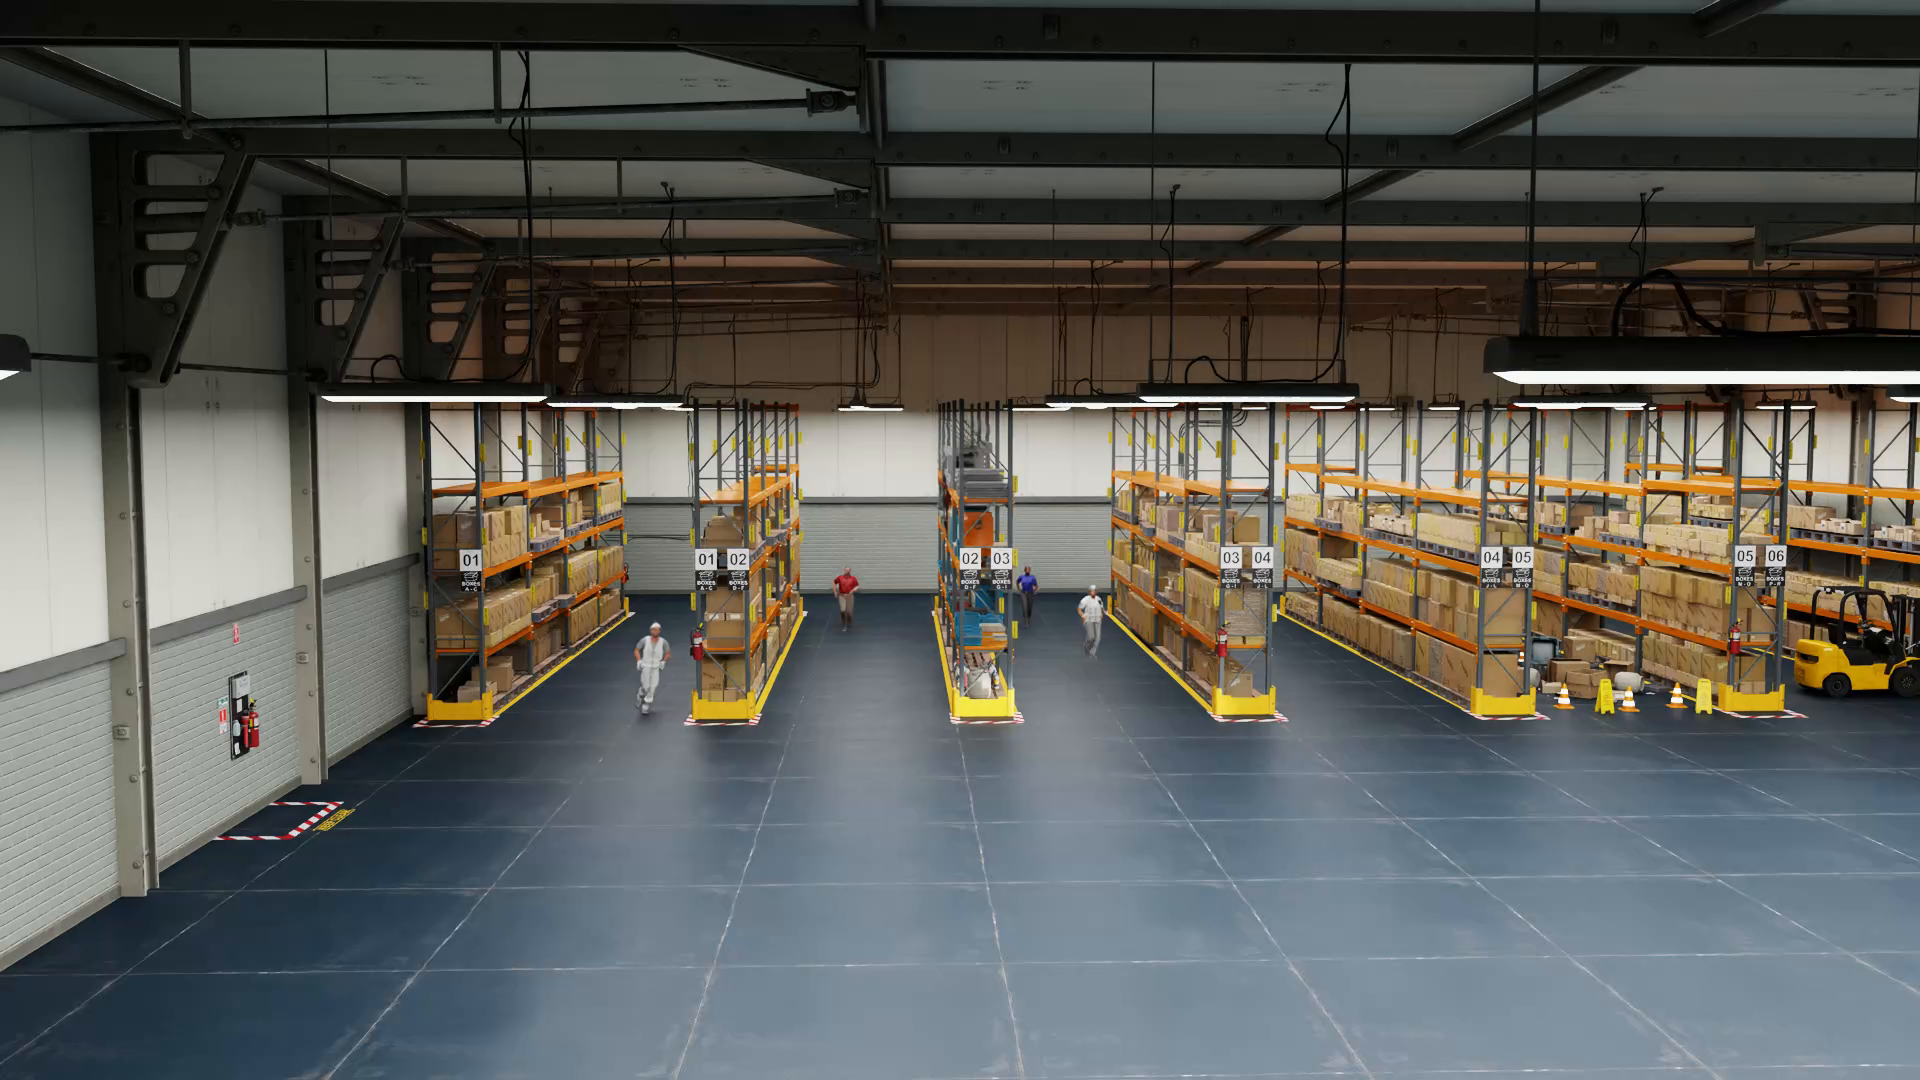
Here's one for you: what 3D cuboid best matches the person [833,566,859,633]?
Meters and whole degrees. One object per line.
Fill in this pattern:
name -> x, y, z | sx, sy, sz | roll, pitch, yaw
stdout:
person -> -2.993, 1.533, 43.748 | 0.668, 1.677, 0.733 | -1, 4, -10

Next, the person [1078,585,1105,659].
person -> 2.953, 1.820, 36.886 | 0.607, 1.622, 0.501 | -1, 5, -18

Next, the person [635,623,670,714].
person -> -5.861, 2.444, 31.768 | 0.667, 1.732, 0.569 | -2, 5, -19

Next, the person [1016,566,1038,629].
person -> 1.806, 1.517, 44.720 | 0.579, 1.662, 0.879 | 0, 4, -2
